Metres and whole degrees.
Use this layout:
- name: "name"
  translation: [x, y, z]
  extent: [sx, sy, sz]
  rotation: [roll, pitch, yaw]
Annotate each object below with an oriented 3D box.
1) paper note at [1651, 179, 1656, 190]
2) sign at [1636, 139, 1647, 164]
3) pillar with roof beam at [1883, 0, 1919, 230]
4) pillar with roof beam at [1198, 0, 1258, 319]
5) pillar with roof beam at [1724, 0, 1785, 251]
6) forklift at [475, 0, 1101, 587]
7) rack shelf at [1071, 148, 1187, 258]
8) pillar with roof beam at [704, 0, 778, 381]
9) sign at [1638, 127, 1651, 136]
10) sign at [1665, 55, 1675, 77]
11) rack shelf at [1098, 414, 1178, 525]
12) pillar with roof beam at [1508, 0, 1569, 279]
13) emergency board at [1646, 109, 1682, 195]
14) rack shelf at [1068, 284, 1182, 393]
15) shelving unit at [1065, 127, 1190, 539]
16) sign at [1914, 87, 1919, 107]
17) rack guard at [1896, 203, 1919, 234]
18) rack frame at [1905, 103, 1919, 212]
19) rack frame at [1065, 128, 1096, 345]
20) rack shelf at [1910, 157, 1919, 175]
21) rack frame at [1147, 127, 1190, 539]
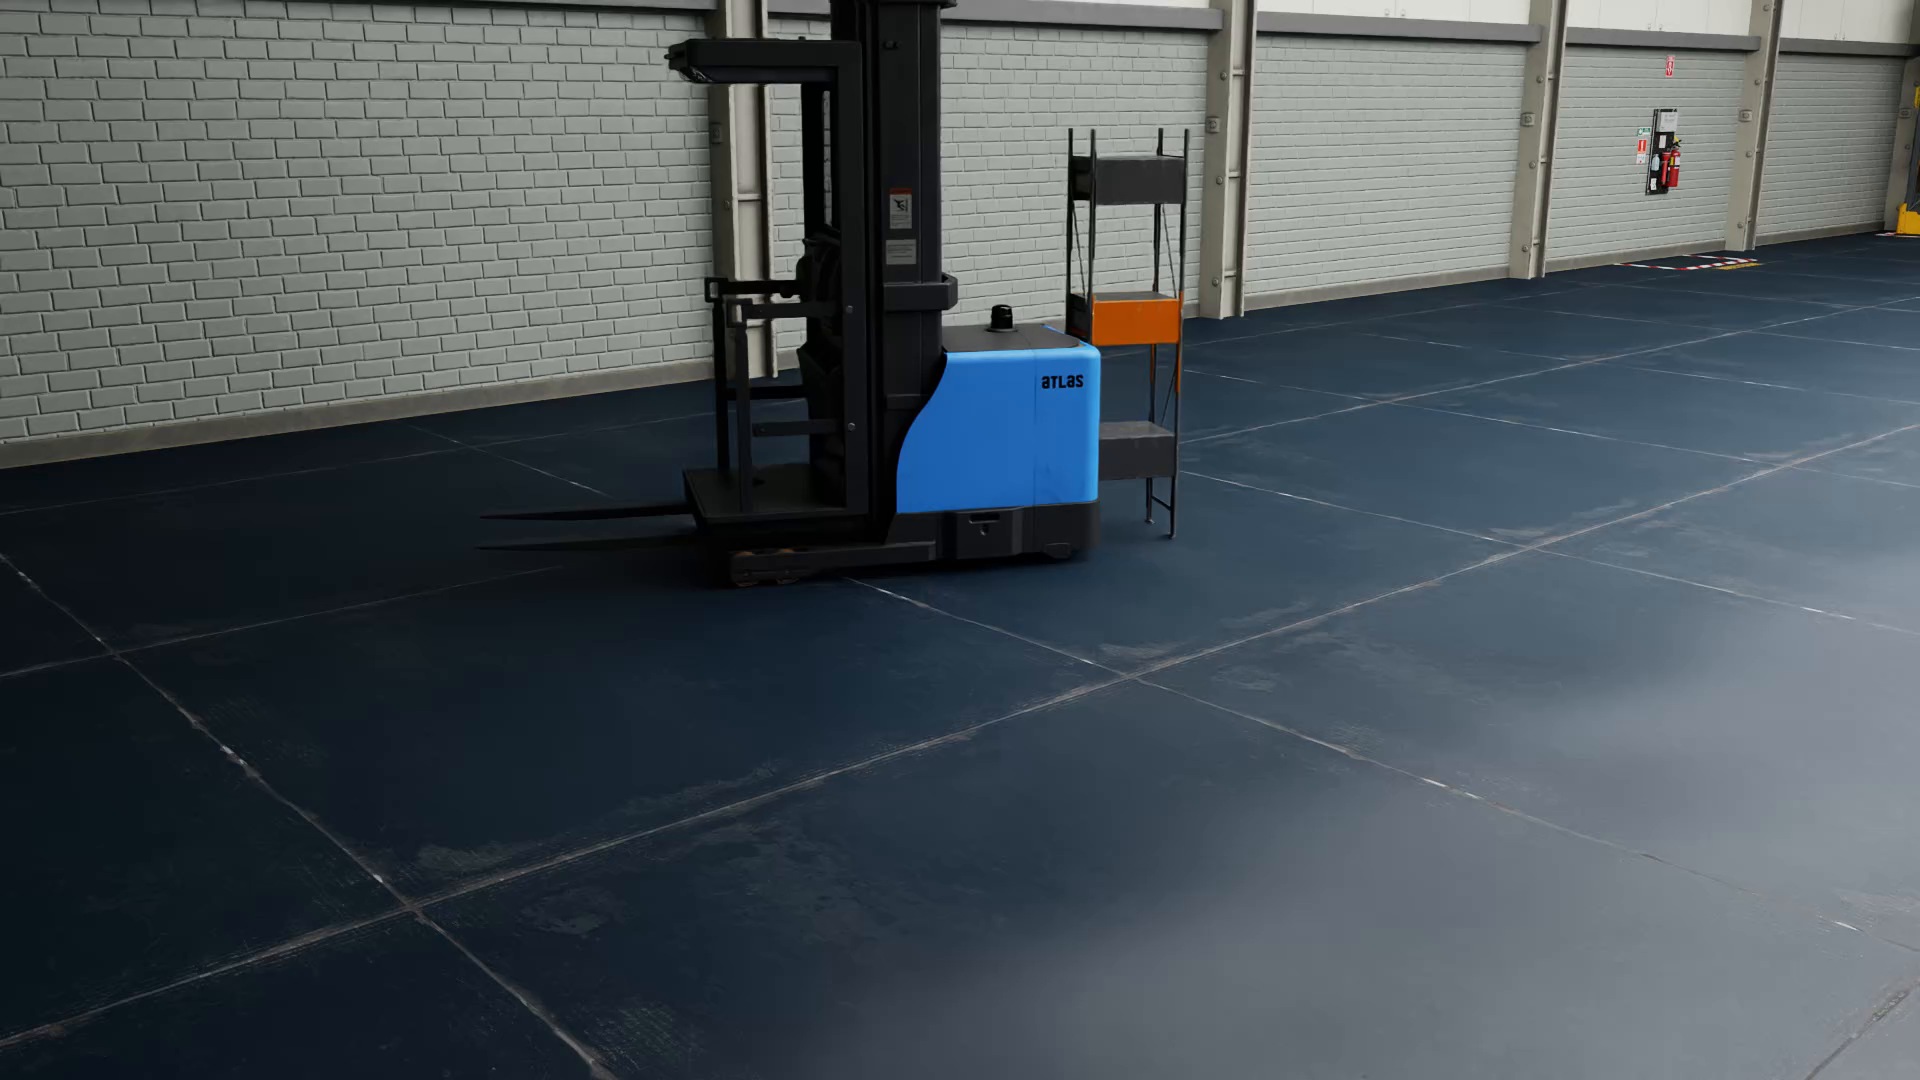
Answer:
- name: "paper note"
  translation: [9.749, -5.001, 23.367]
  extent: [0.142, 0.148, 0.016]
  rotation: [-13, 19, -39]
- name: "sign"
  translation: [9.443, -5.387, 23.035]
  extent: [0.234, 0.329, 0.001]
  rotation: [-13, 19, -39]
- name: "pillar with roof beam"
  translation: [19.170, -8.931, 24.748]
  extent: [0.400, 9.000, 9.100]
  rotation: [-13, 19, -39]
- name: "pillar with roof beam"
  translation: [5.591, -5.882, 13.333]
  extent: [0.400, 9.000, 9.100]
  rotation: [-13, 19, -39]
- name: "pillar with roof beam"
  translation: [14.643, -7.915, 20.943]
  extent: [0.400, 9.000, 9.100]
  rotation: [-13, 19, -39]
- name: "forklift"
  translation: [-0.871, -1.343, 8.100]
  extent: [3.031, 2.935, 1.130]
  rotation: [-4, 15, -14]
- name: "rack shelf"
  translation: [0.846, -1.720, 8.460]
  extent: [0.480, 0.518, 0.431]
  rotation: [-4, 15, -14]
- name: "pillar with roof beam"
  translation: [1.065, -4.865, 9.527]
  extent: [0.400, 9.000, 9.100]
  rotation: [-13, 19, -39]
- name: "sign"
  translation: [9.453, -5.642, 22.963]
  extent: [0.331, 0.109, 0.001]
  rotation: [-13, 19, -39]
- name: "sign"
  translation: [9.857, -6.581, 23.084]
  extent: [0.199, 0.298, 0.001]
  rotation: [-13, 19, -39]
- name: "rack shelf"
  translation: [0.846, -0.367, 8.821]
  extent: [0.480, 0.518, 0.431]
  rotation: [-4, 15, -14]
- name: "pillar with roof beam"
  translation: [10.117, -6.898, 17.138]
  extent: [0.400, 9.000, 9.100]
  rotation: [-13, 19, -39]
- name: "emergency board"
  translation: [9.928, -5.443, 23.315]
  extent: [0.643, 1.169, 0.194]
  rotation: [-13, 19, -39]
- name: "rack shelf"
  translation: [0.846, -1.044, 8.641]
  extent: [0.480, 0.518, 0.431]
  rotation: [-4, 15, -14]
- name: "shelving unit"
  translation: [0.846, -1.057, 8.637]
  extent: [0.503, 2.100, 0.431]
  rotation: [-4, 15, -14]
- name: "sign"
  translation: [16.034, -7.407, 27.813]
  extent: [0.005, 0.325, 0.100]
  rotation: [-13, 19, -39]
- name: "rack guard"
  translation: [16.441, -5.389, 27.956]
  extent: [0.348, 0.500, 1.175]
  rotation: [-13, 19, -39]
- name: "rack frame"
  translation: [16.384, -6.584, 27.586]
  extent: [0.127, 3.000, 1.000]
  rotation: [-13, 19, -39]
- name: "rack frame"
  translation: [0.610, -1.041, 8.580]
  extent: [0.015, 2.100, 0.400]
  rotation: [-4, 15, -14]
- name: "rack shelf"
  translation: [17.892, -6.575, 28.947]
  extent: [4.000, 0.370, 1.077]
  rotation: [-13, 19, -39]
- name: "rack frame"
  translation: [1.083, -1.072, 8.694]
  extent: [0.015, 2.100, 0.400]
  rotation: [-4, 15, -14]
